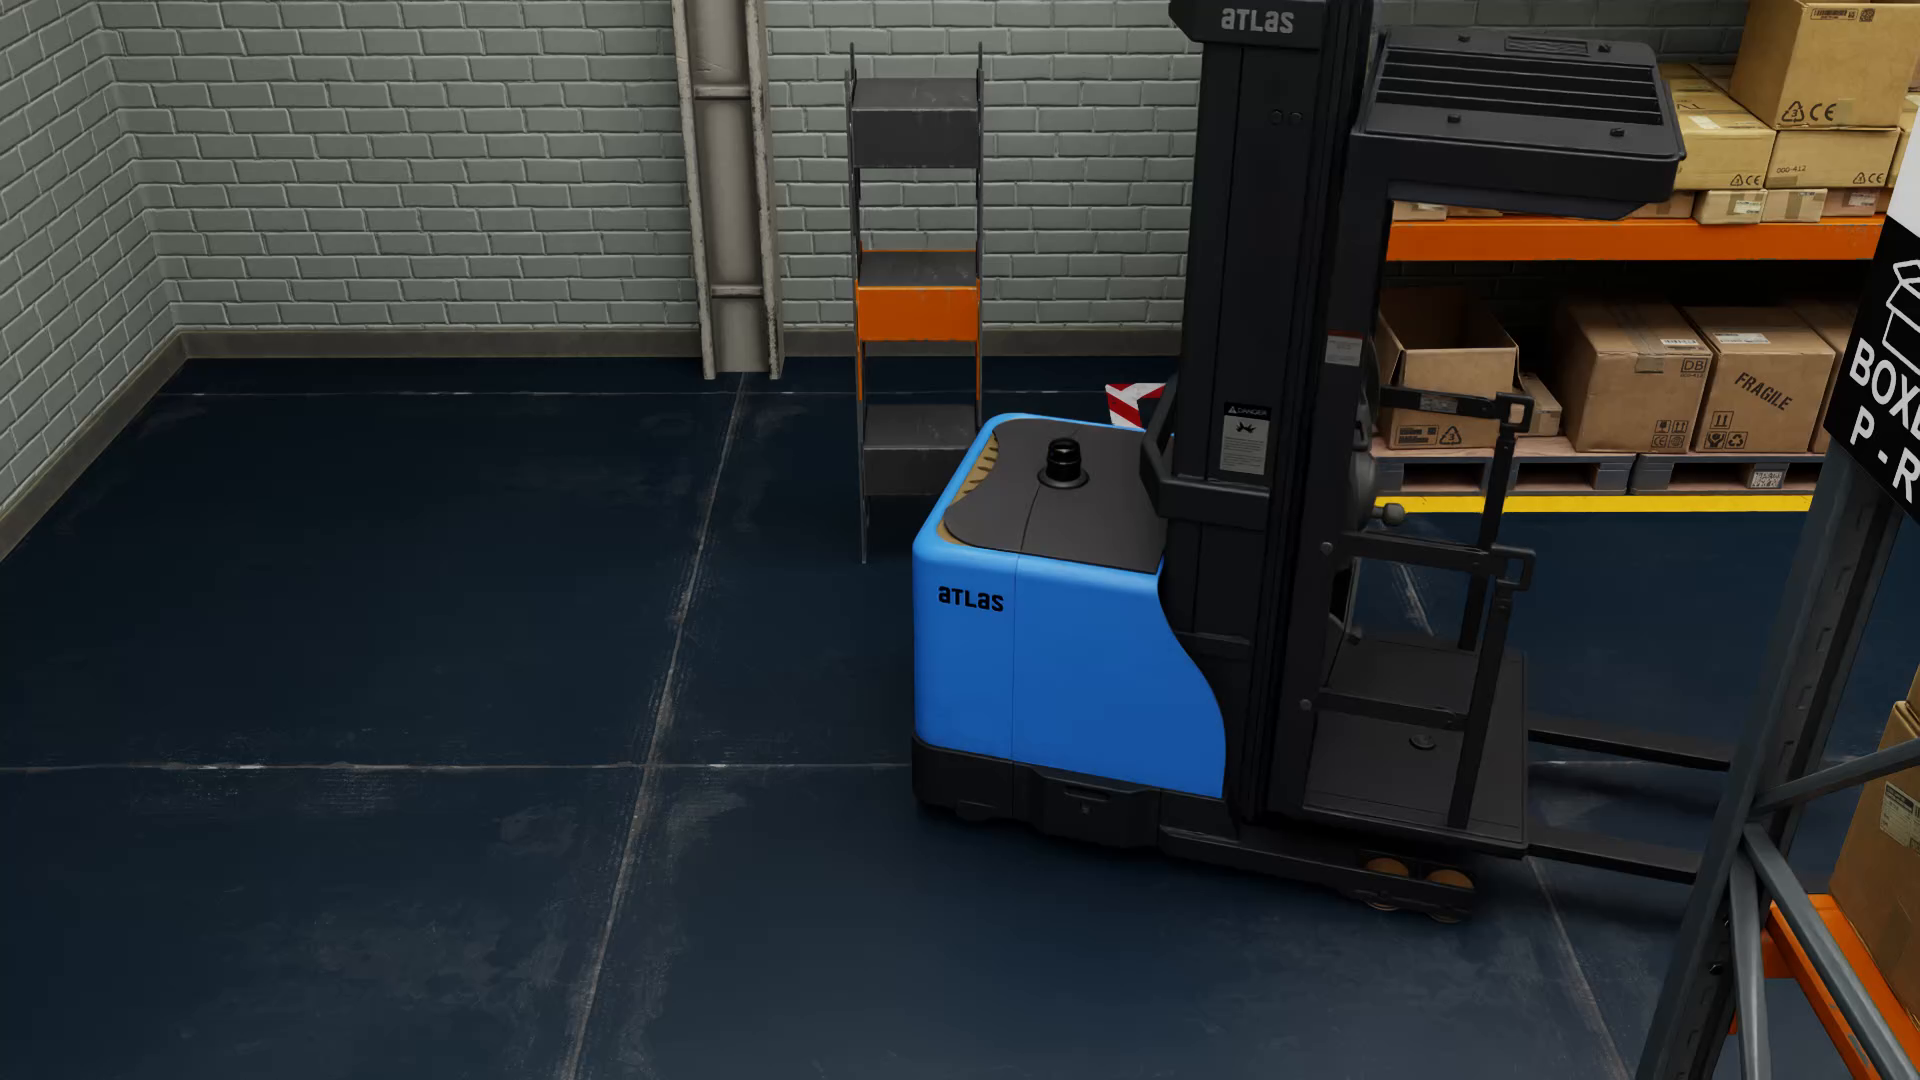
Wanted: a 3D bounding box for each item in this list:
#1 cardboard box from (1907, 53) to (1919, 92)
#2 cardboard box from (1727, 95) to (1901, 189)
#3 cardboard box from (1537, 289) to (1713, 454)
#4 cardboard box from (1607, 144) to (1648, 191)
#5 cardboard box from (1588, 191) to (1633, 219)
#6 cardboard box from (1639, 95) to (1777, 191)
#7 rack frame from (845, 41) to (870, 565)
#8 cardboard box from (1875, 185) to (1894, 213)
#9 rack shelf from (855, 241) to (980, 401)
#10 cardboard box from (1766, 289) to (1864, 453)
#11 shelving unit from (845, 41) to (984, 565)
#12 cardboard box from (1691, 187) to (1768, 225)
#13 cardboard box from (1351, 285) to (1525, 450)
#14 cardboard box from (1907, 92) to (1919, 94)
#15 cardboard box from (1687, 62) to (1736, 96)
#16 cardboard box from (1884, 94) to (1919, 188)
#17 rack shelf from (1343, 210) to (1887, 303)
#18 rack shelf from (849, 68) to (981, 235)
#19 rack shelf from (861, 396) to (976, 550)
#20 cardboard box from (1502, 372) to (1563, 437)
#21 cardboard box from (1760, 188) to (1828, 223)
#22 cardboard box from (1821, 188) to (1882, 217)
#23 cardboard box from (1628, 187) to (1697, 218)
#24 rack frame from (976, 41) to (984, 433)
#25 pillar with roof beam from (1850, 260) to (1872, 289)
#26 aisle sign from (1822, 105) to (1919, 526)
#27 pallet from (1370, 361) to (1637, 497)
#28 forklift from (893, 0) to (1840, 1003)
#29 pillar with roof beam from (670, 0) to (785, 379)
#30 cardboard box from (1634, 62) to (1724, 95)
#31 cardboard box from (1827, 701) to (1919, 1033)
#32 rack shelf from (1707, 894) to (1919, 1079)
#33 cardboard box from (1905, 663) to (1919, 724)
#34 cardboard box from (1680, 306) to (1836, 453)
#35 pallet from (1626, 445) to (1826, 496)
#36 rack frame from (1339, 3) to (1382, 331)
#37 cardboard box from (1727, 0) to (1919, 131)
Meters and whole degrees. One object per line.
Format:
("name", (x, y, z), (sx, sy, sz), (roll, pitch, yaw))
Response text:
("cardboard box", (4.078, -2.267, 7.230), (0.500, 0.500, 0.500), (-1, 31, -2))
("cardboard box", (3.547, -1.680, 6.985), (0.500, 0.250, 0.500), (-1, 31, -2))
("cardboard box", (3.036, -0.784, 7.655), (0.500, 0.500, 0.700), (1, 31, 2))
("cardboard box", (2.528, -1.664, 6.959), (0.500, 0.250, 0.500), (0, 31, 0))
("cardboard box", (2.669, -1.502, 7.076), (0.250, 0.149, 0.380), (1, 31, 1))
("cardboard box", (3.035, -1.668, 6.965), (0.500, 0.250, 0.500), (-1, 31, -1))
("rack frame", (-0.410, -0.896, 6.703), (0.015, 2.100, 0.400), (0, 31, 0))
("cardboard box", (3.955, -1.541, 7.140), (0.250, 0.149, 0.380), (0, 31, 0))
("rack shelf", (-0.166, -0.885, 6.712), (0.480, 0.518, 0.431), (0, 31, 0))
("cardboard box", (4.074, -0.787, 7.661), (0.500, 0.500, 0.700), (-1, 31, -2))
("shelving unit", (-0.166, -0.897, 6.704), (0.503, 2.100, 0.431), (0, 31, 0))
("cardboard box", (3.188, -1.467, 7.019), (0.250, 0.149, 0.380), (-1, 31, -2))
("cardboard box", (2.181, -0.803, 7.683), (0.637, 0.503, 0.797), (-1, 31, -2))
("cardboard box", (4.055, -1.946, 7.424), (0.500, 0.250, 0.500), (0, 31, 1))
("cardboard box", (3.561, -1.942, 7.416), (0.500, 0.250, 0.500), (0, 31, 0))
("cardboard box", (4.061, -1.681, 6.987), (0.500, 0.250, 0.500), (0, 31, -1))
("rack shelf", (3.569, -1.437, 7.419), (4.000, 0.370, 1.077), (0, 31, 0))
("rack shelf", (-0.166, -1.484, 6.348), (0.480, 0.518, 0.431), (0, 31, 0))
("rack shelf", (-0.166, -0.287, 7.075), (0.480, 0.518, 0.431), (0, 31, 0))
("cardboard box", (2.606, -0.632, 7.744), (0.250, 0.149, 0.380), (-1, 31, -2))
("cardboard box", (3.451, -1.479, 7.038), (0.250, 0.149, 0.380), (1, 31, 1))
("cardboard box", (3.708, -1.515, 7.098), (0.250, 0.149, 0.380), (0, 31, 0))
("cardboard box", (2.935, -1.506, 7.082), (0.250, 0.149, 0.380), (0, 31, 0))
("rack frame", (0.078, -0.898, 6.706), (0.015, 2.100, 0.400), (0, 31, 0))
("pillar with roof beam", (4.893, -2.547, 2.774), (0.400, 9.000, 9.100), (0, 31, 0))
("aisle sign", (1.529, -0.435, 2.569), (0.004, 0.787, 0.394), (0, 31, 0))
("pallet", (2.442, -0.549, 7.951), (1.213, 0.211, 1.003), (0, 31, 0))
("forklift", (1.303, -0.297, 4.913), (3.031, 2.935, 1.130), (16, 35, 25))
("pillar with roof beam", (-1.107, -2.529, 2.743), (0.400, 9.000, 9.100), (0, 31, 0))
("cardboard box", (3.038, -1.940, 7.414), (0.500, 0.250, 0.500), (1, 31, 1))
("cardboard box", (2.083, 0.655, 3.182), (0.500, 0.500, 0.500), (0, 31, 0))
("rack shelf", (3.603, 1.138, 3.176), (4.000, 0.370, 1.077), (0, 31, 0))
("cardboard box", (2.083, 0.242, 2.900), (0.500, 0.500, 0.500), (1, 31, 1))
("cardboard box", (3.565, -0.734, 7.573), (0.500, 0.500, 0.500), (0, 31, 1))
("pallet", (3.659, -0.551, 7.955), (1.213, 0.211, 1.003), (0, 31, 0))
("rack frame", (1.569, -1.738, 7.223), (0.127, 3.000, 1.000), (0, 31, 0))
("cardboard box", (3.524, -1.988, 6.770), (0.500, 0.500, 0.500), (1, 31, 1))
